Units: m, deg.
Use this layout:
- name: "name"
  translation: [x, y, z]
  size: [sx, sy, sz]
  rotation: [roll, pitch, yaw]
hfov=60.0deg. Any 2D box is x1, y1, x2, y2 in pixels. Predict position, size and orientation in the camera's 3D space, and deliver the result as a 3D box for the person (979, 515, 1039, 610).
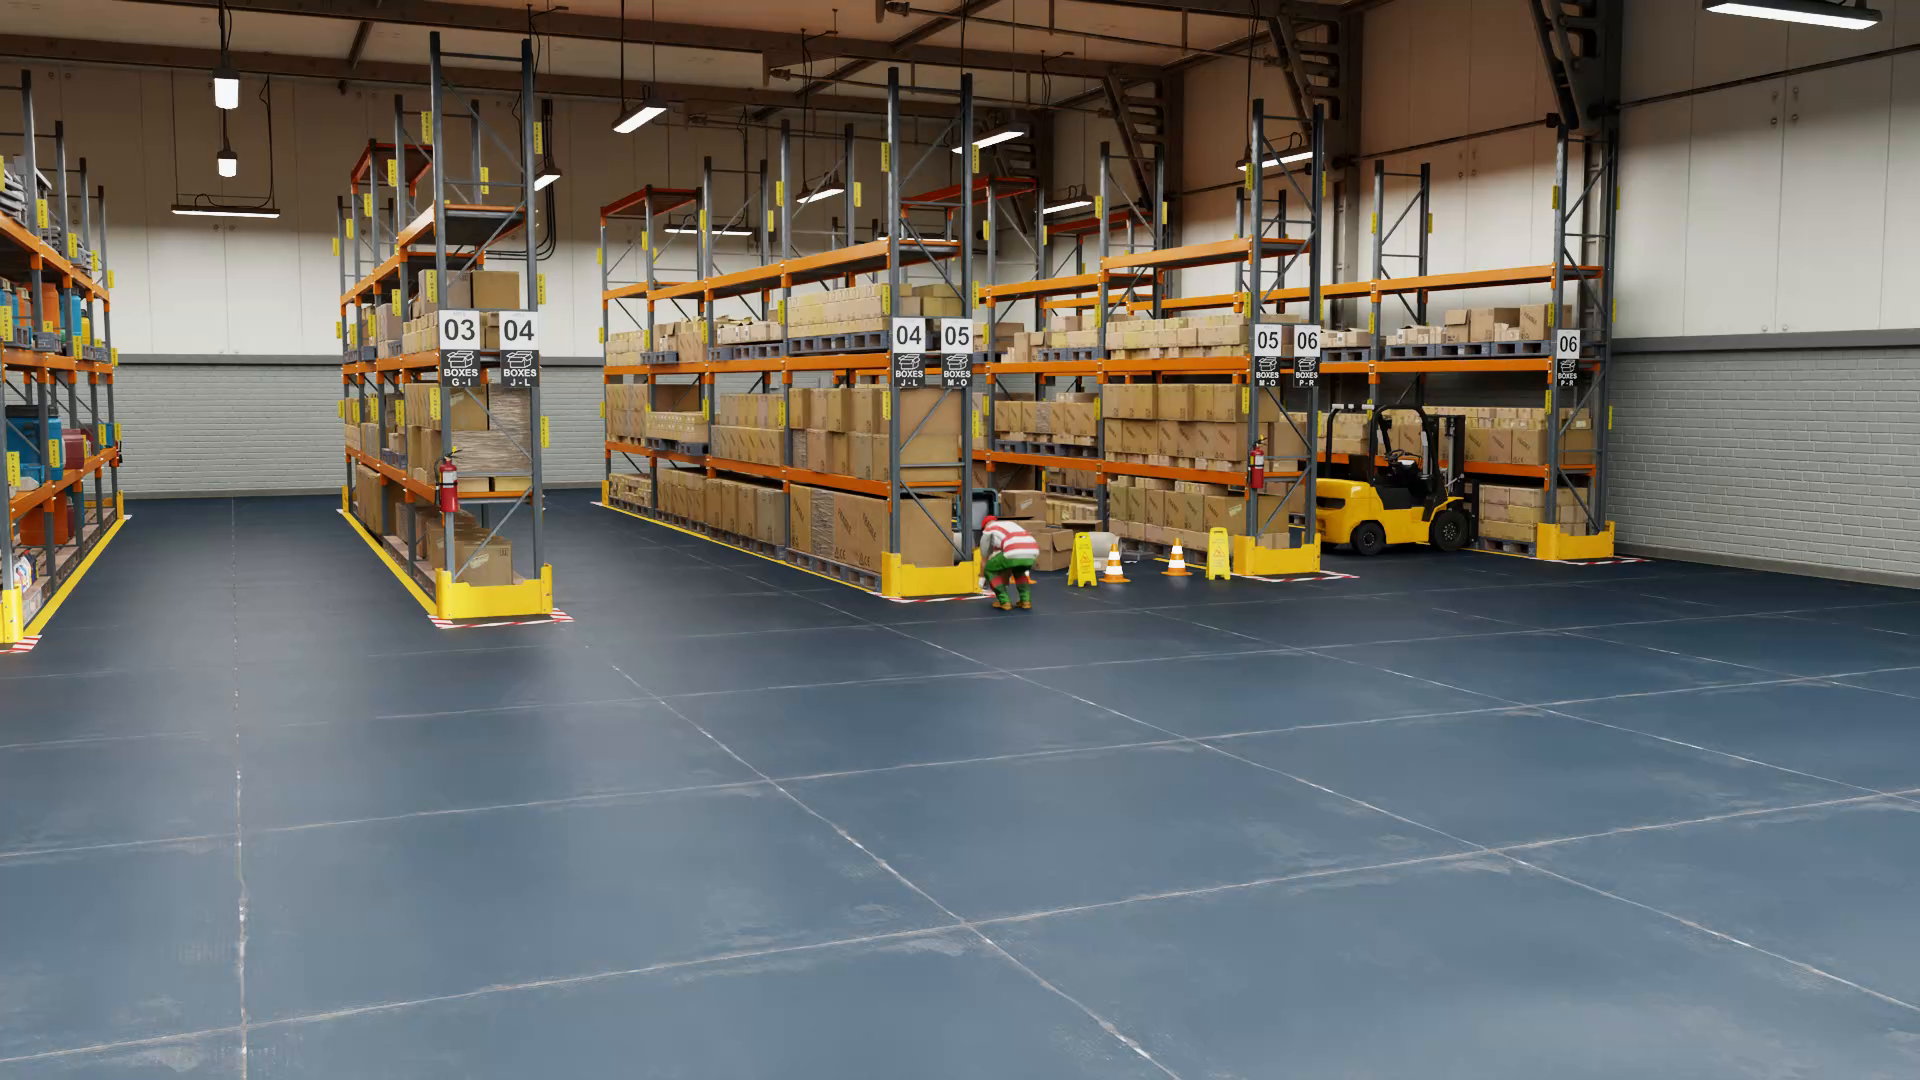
- name: "person"
  translation: [0.517, 0.245, 18.298]
  size: [0.526, 0.985, 0.929]
  rotation: [-3, 6, -26]
